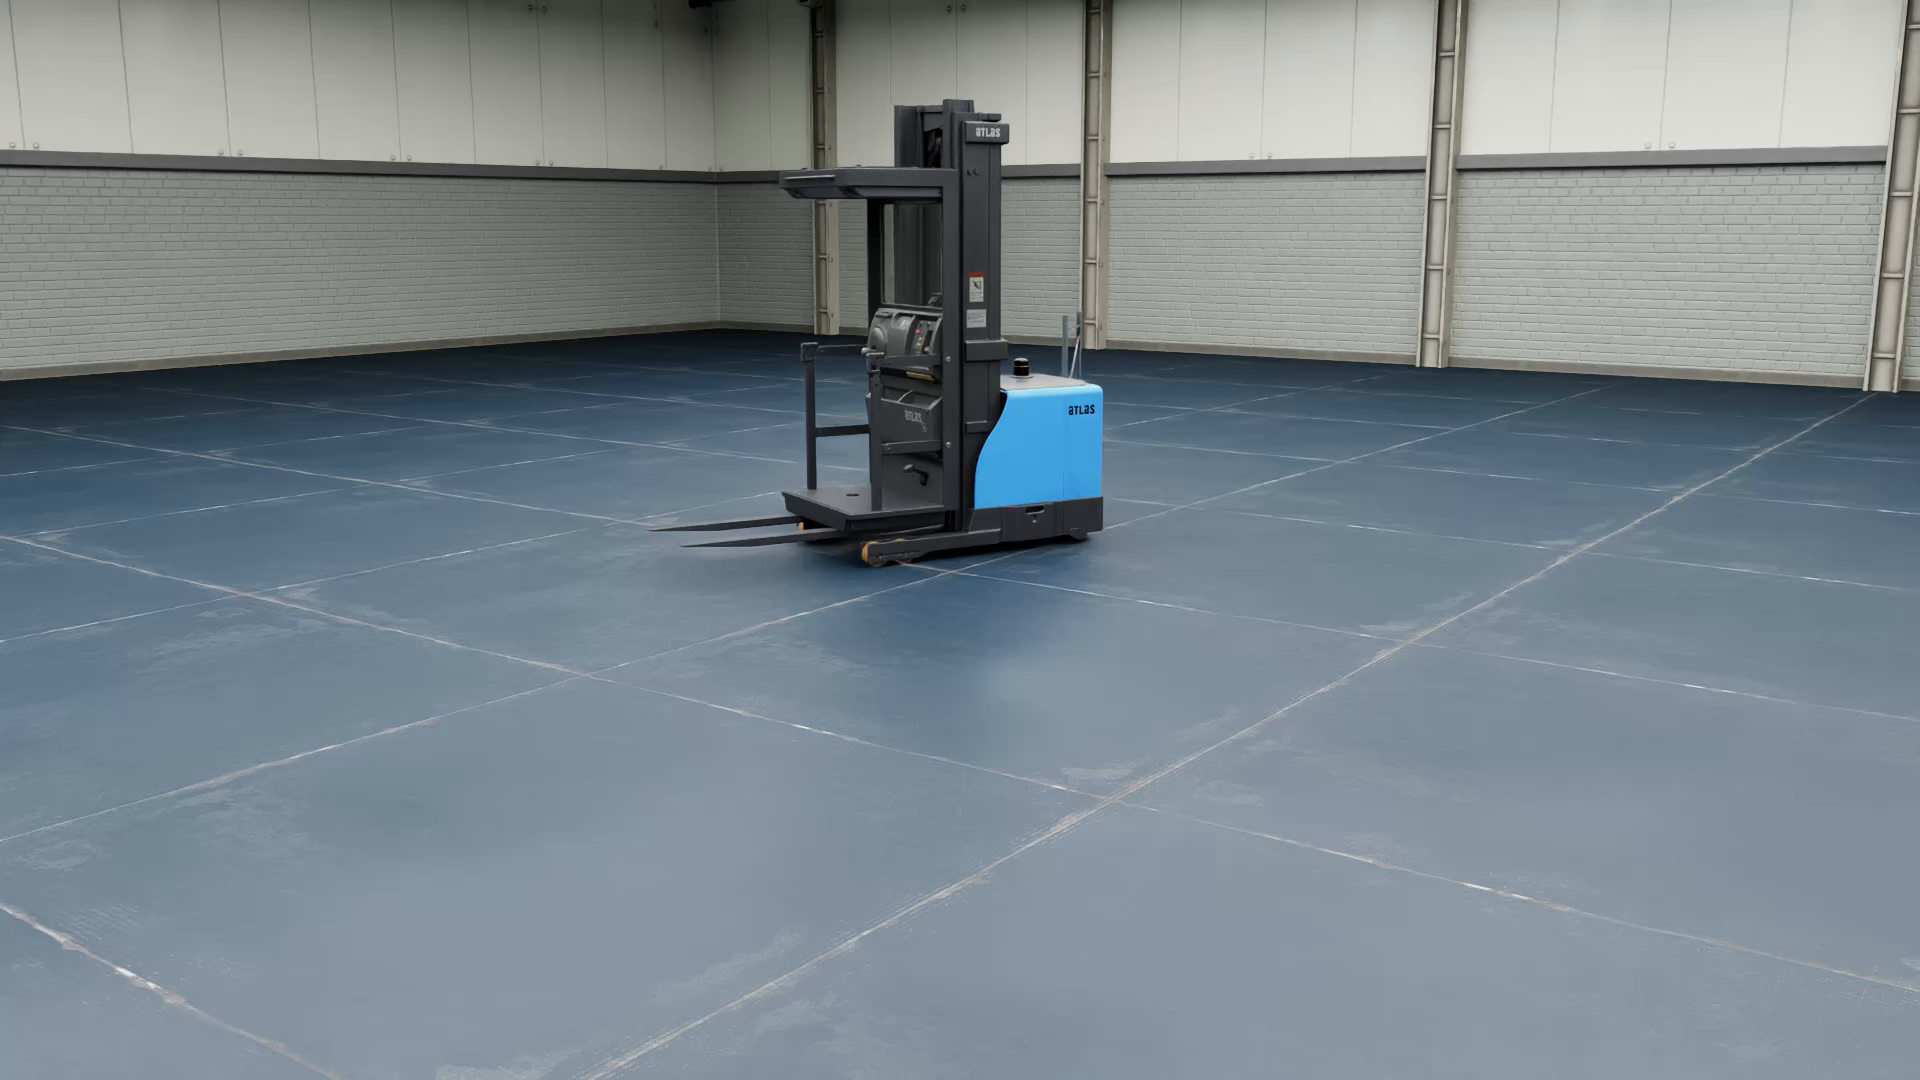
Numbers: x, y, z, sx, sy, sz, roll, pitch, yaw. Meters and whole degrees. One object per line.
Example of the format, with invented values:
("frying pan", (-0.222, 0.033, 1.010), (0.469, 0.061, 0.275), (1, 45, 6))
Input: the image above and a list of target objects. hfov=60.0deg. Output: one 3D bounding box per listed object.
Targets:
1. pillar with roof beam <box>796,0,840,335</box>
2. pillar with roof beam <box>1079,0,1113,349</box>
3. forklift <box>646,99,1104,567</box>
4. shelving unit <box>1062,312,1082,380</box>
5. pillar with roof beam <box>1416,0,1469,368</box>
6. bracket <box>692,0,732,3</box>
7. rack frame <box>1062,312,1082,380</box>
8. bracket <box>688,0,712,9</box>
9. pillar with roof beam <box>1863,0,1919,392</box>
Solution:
("pillar with roof beam", (-5.110, -7.722, 27.752), (0.548, 9.000, 9.100), (8, 13, 36))
("pillar with roof beam", (-0.274, -7.047, 24.265), (0.400, 9.000, 9.100), (8, 13, 36))
("forklift", (-0.545, -1.380, 10.947), (3.031, 2.935, 1.130), (-6, 13, -29))
("shelving unit", (0.353, -0.963, 12.560), (1.083, 1.500, 0.587), (3, 11, 17))
("pillar with roof beam", (4.562, -6.373, 20.778), (0.400, 9.000, 9.100), (8, 13, 36))
("bracket", (-4.541, -10.340, 31.811), (3.189, 0.066, 0.076), (8, 13, 36))
("rack frame", (0.830, -0.935, 12.417), (0.032, 1.500, 0.500), (3, 11, 17))
("bracket", (-5.017, -10.407, 32.154), (0.430, 0.232, 0.235), (8, 13, 36))
("pillar with roof beam", (9.398, -5.698, 17.292), (0.400, 9.000, 9.100), (8, 13, 36))
